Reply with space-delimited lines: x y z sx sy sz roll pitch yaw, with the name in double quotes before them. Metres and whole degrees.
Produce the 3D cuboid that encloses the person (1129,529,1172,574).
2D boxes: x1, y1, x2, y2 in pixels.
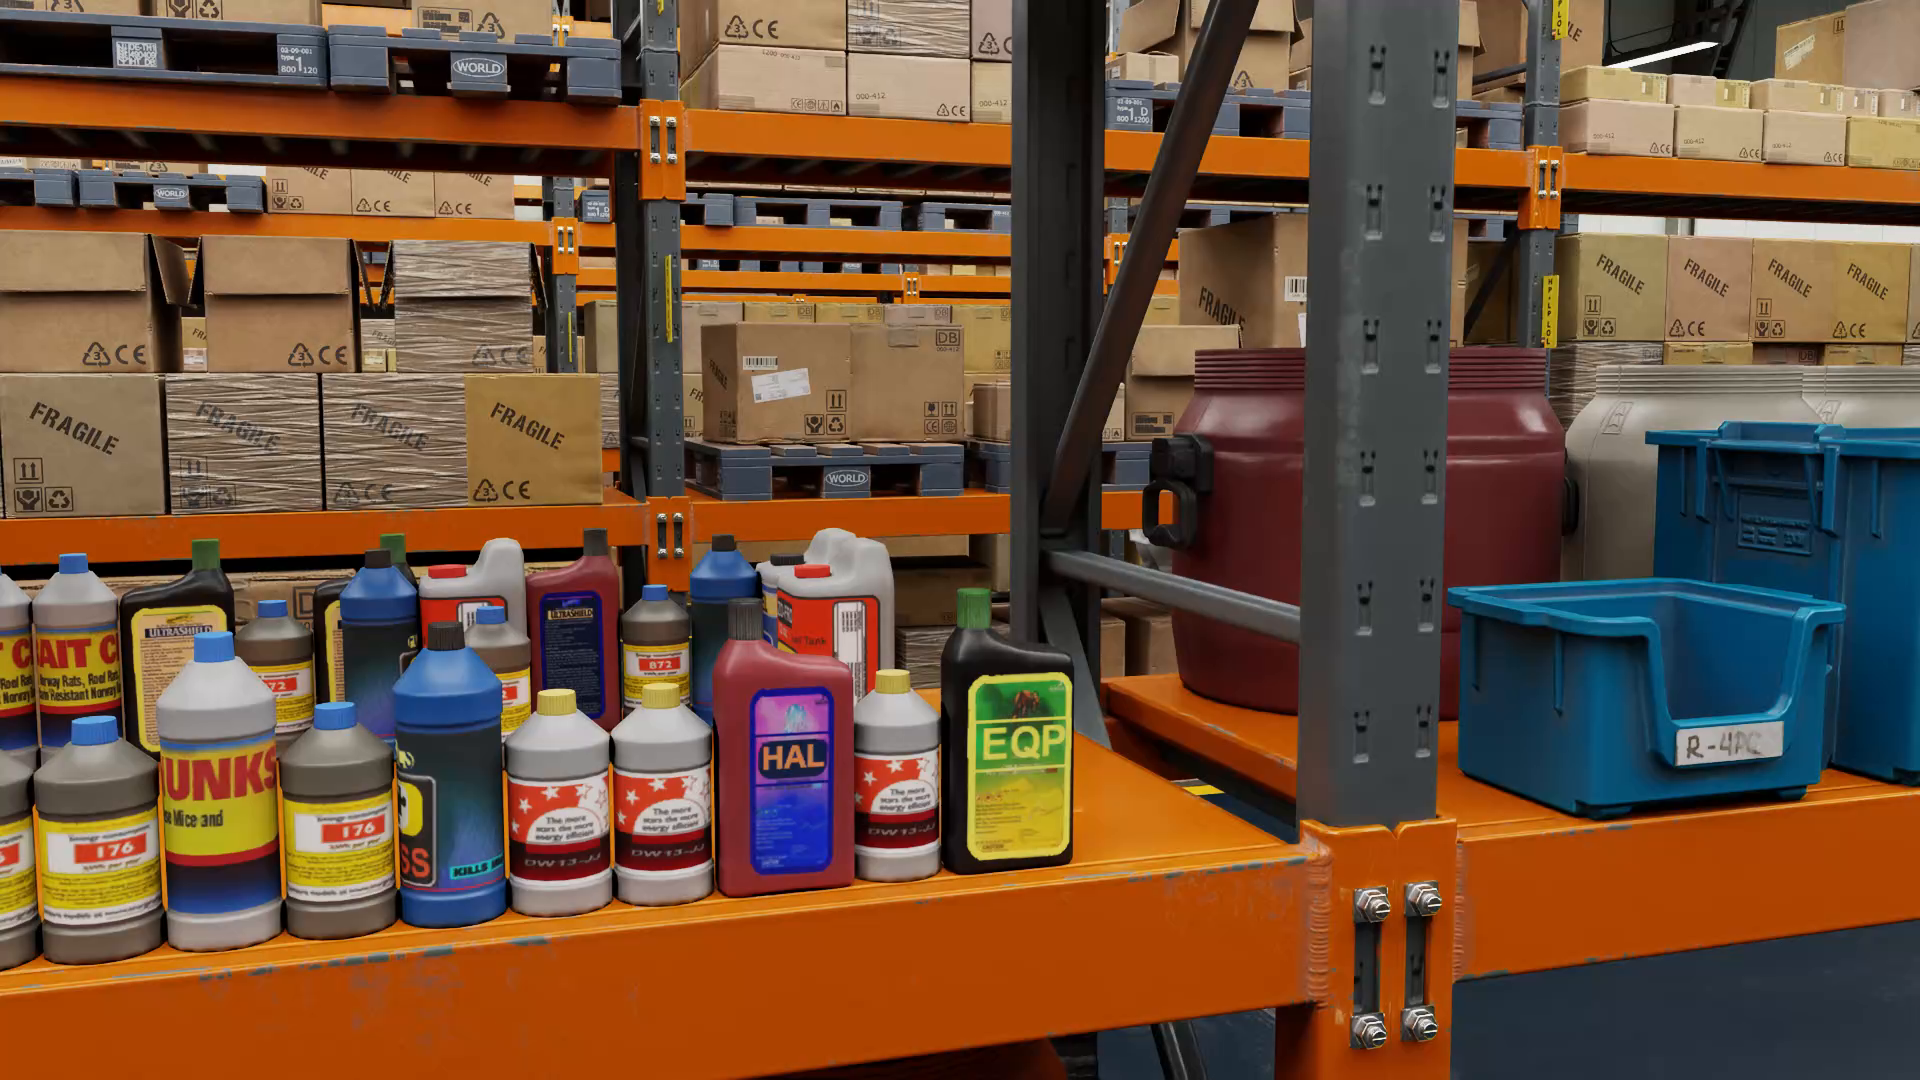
"person" 1.199 -0.015 9.420 0.438 1.751 0.605 -2 6 -22
